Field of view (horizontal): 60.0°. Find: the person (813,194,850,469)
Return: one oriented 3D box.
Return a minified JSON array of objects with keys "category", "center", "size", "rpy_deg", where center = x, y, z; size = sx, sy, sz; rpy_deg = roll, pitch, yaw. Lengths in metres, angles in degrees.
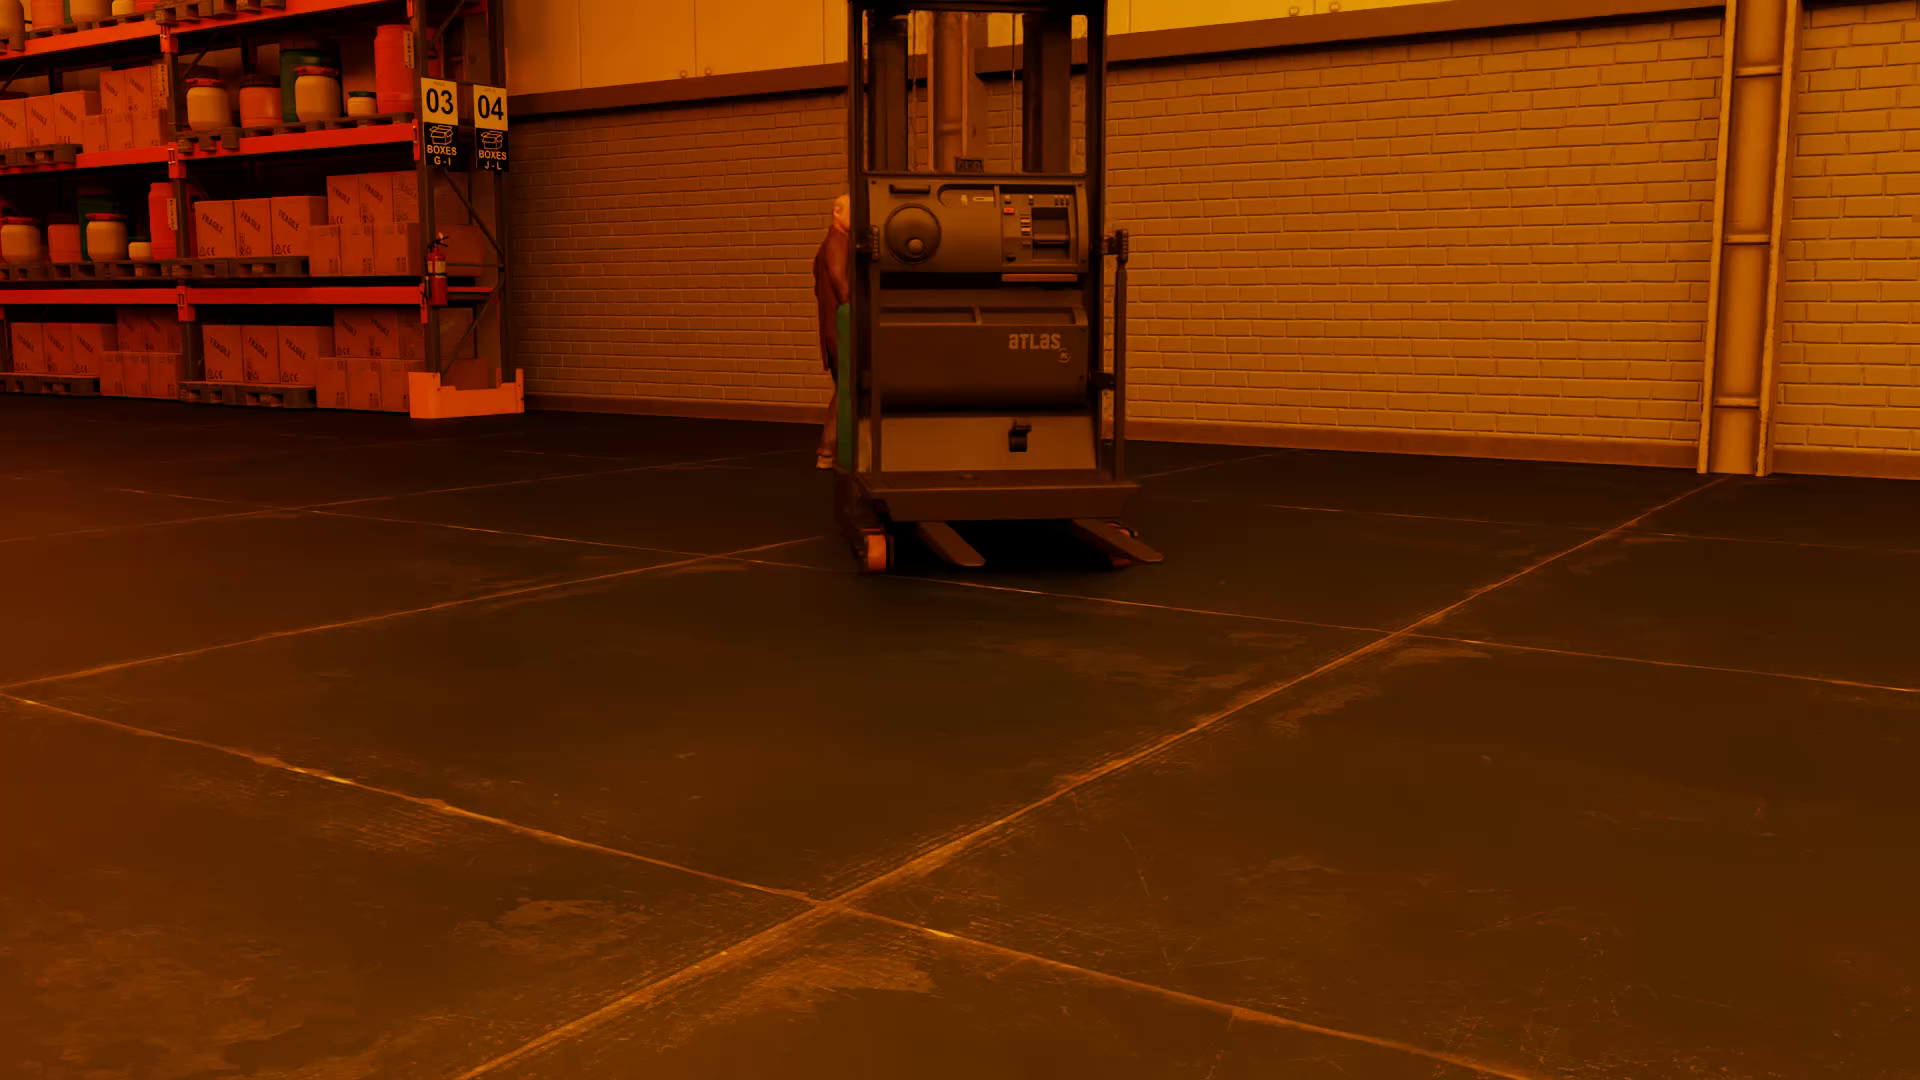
[{"category":"person","center":[-0.666,-1.342,10.780],"size":[0.561,1.766,0.787],"rpy_deg":[-3,9,-22]}]

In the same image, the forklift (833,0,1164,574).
[{"category":"forklift","center":[0.113,-1.365,6.792],"size":[1.130,2.935,3.031],"rpy_deg":[-1,8,-9]}]
